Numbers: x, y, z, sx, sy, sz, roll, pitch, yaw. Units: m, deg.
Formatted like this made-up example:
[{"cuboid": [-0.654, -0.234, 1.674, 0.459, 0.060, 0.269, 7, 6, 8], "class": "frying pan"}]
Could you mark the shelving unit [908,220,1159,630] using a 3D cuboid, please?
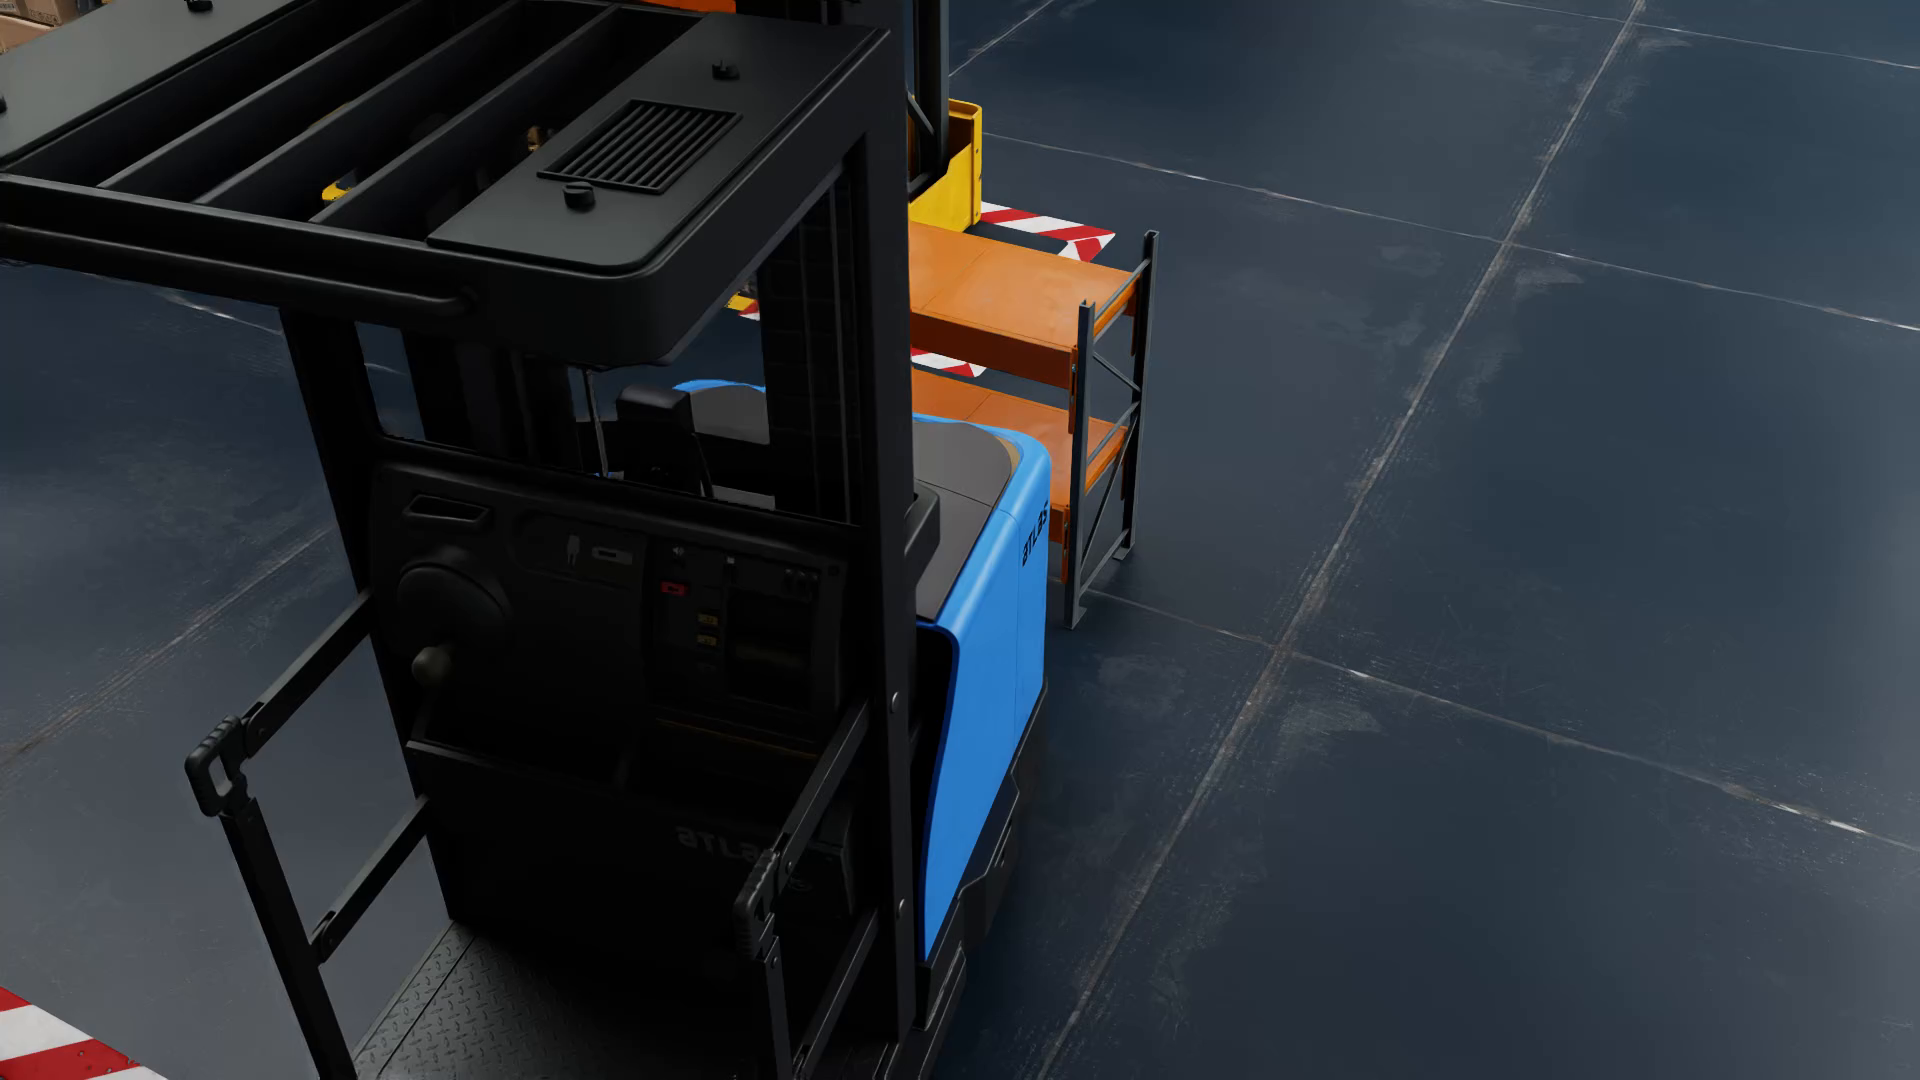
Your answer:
[{"cuboid": [-0.006, -0.450, 5.139, 1.048, 1.125, 0.538, 17, 41, 21], "class": "shelving unit"}]

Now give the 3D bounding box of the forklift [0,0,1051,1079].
[{"cuboid": [-0.703, 0.190, 2.803, 1.130, 2.935, 3.031, 11, 39, 14], "class": "forklift"}]

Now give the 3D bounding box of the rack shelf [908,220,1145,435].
[{"cuboid": [-0.006, -0.683, 4.962, 1.000, 0.278, 0.538, 17, 41, 21], "class": "rack shelf"}]

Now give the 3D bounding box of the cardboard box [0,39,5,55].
[{"cuboid": [-4.829, -2.669, 8.438, 0.500, 0.250, 0.500, 17, 40, 21], "class": "cardboard box"}]

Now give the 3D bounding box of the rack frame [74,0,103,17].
[{"cuboid": [-3.879, -3.495, 7.601, 0.127, 3.000, 1.000, 17, 41, 21], "class": "rack frame"}]

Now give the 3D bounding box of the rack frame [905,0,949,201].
[{"cuboid": [-0.327, -2.383, 6.135, 0.127, 3.000, 1.000, 17, 41, 21], "class": "rack frame"}]

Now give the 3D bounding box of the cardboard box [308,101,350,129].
[{"cuboid": [-2.723, -1.992, 7.547, 0.500, 0.250, 0.500, 17, 41, 21], "class": "cardboard box"}]

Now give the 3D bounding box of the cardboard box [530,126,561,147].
[{"cuboid": [-1.835, -2.013, 6.955, 0.500, 0.500, 0.500, 17, 41, 21], "class": "cardboard box"}]

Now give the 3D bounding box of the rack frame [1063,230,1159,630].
[{"cuboid": [0.445, -0.309, 4.953, 0.032, 1.125, 0.500, 17, 41, 21], "class": "rack frame"}]

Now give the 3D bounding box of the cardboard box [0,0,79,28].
[{"cuboid": [-4.370, -2.749, 8.081, 0.500, 0.311, 0.500, 17, 41, 21], "class": "cardboard box"}]

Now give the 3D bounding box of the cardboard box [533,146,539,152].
[{"cuboid": [-1.833, -1.716, 7.184, 0.500, 0.250, 0.500, 17, 41, 21], "class": "cardboard box"}]

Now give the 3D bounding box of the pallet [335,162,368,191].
[{"cuboid": [-2.105, -1.803, 7.677, 1.213, 0.211, 1.003, 17, 41, 21], "class": "pallet"}]

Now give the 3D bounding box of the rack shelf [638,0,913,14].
[{"cuboid": [-2.103, -2.653, 7.086, 4.000, 0.370, 1.077, 17, 41, 21], "class": "rack shelf"}]

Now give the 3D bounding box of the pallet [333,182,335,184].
[{"cuboid": [-3.192, -2.141, 8.123, 1.213, 0.211, 1.003, 17, 41, 21], "class": "pallet"}]

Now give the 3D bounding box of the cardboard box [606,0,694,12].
[{"cuboid": [-1.146, -2.160, 7.149, 0.500, 0.500, 0.500, 17, 41, 21], "class": "cardboard box"}]

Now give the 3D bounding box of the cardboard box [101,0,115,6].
[{"cuboid": [-3.611, -2.569, 7.687, 0.500, 0.500, 0.500, 17, 41, 21], "class": "cardboard box"}]

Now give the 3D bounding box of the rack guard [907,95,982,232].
[{"cuboid": [-0.306, -1.381, 6.882, 0.348, 0.500, 1.175, 17, 41, 21], "class": "rack guard"}]

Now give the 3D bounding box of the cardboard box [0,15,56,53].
[{"cuboid": [-4.380, -2.527, 8.252, 0.500, 0.250, 0.500, 17, 40, 21], "class": "cardboard box"}]

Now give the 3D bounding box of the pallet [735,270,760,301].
[{"cuboid": [-1.025, -1.463, 7.229, 1.213, 0.211, 1.003, 17, 41, 21], "class": "pallet"}]

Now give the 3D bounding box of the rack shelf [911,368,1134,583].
[{"cuboid": [-0.006, -0.255, 5.287, 1.000, 0.278, 0.538, 17, 41, 21], "class": "rack shelf"}]
